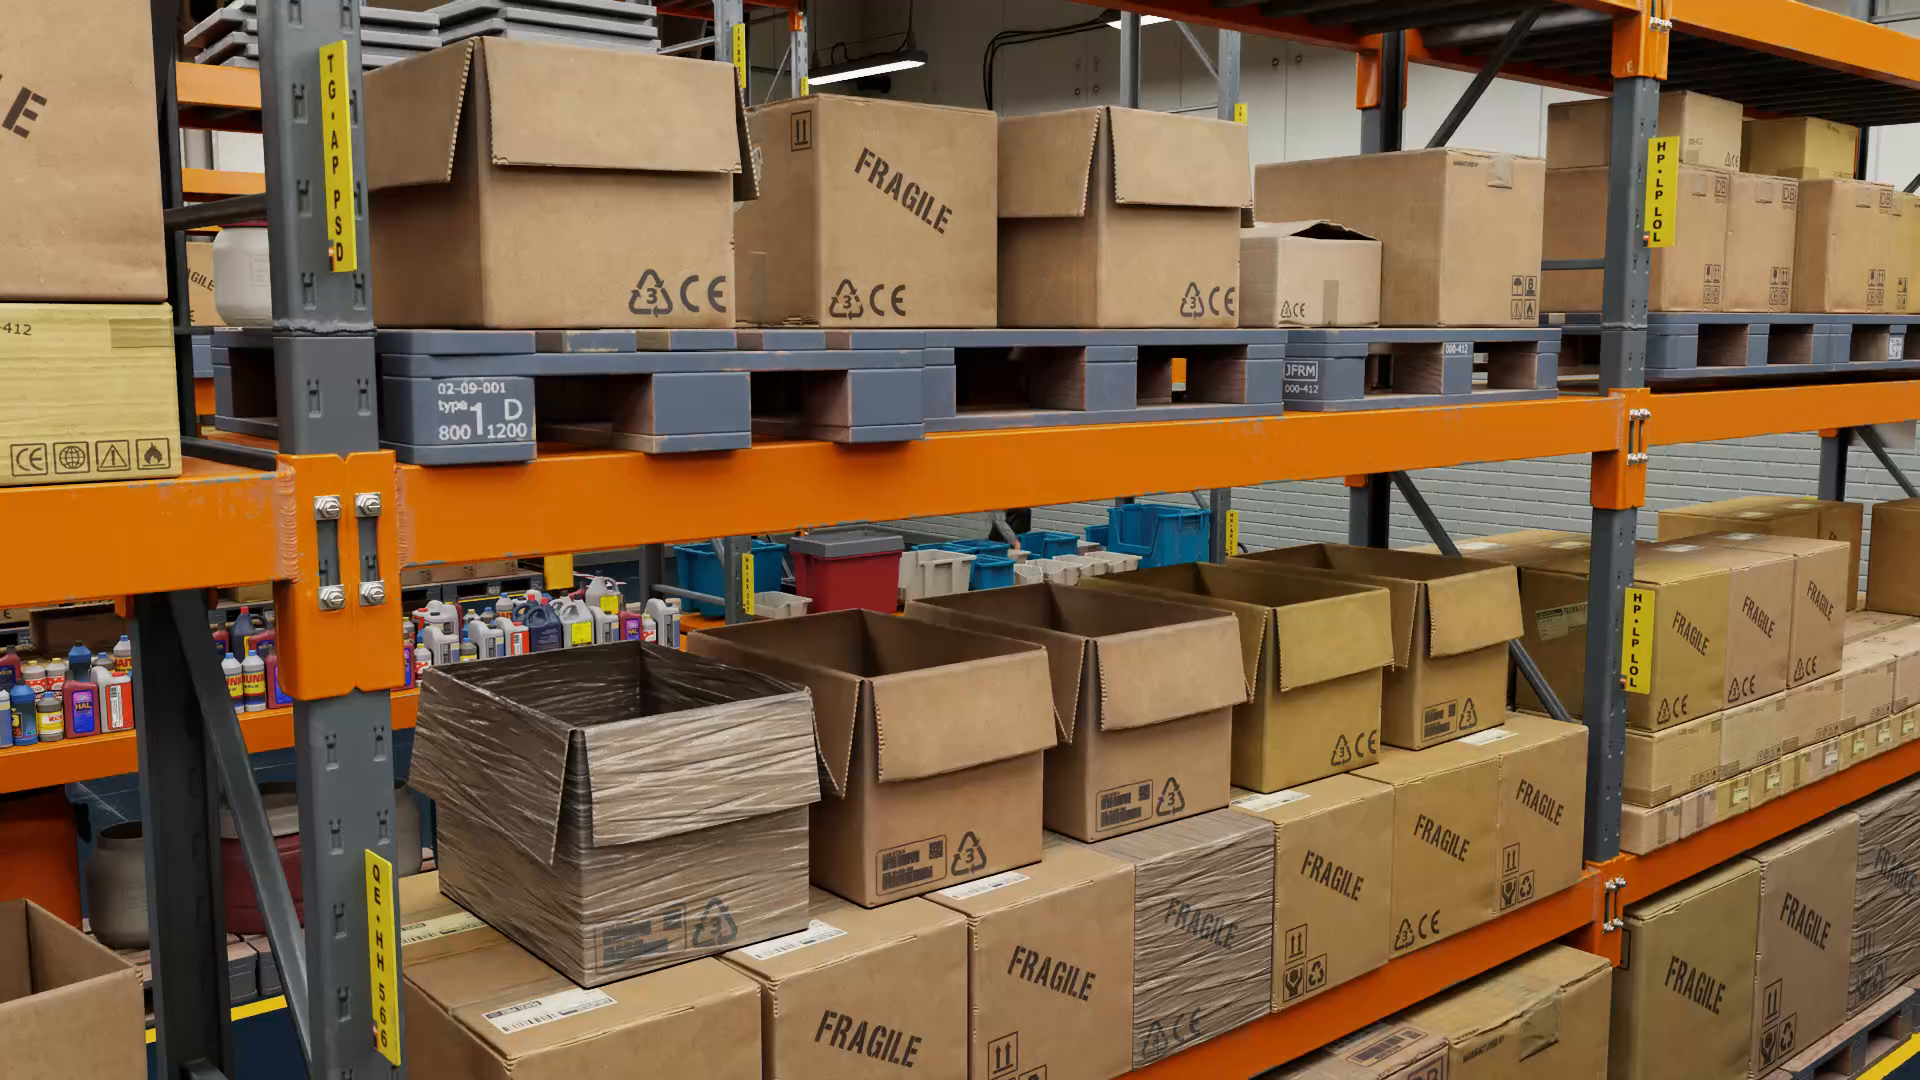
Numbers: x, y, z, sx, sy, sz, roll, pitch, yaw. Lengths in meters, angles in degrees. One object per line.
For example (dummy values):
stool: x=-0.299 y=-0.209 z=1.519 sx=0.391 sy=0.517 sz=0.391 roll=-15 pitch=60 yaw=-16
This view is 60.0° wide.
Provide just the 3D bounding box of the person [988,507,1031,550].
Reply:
person: x=0.505 y=0.101 z=16.150 sx=0.598 sy=1.705 sz=0.625 roll=5 pitch=9 yaw=33
